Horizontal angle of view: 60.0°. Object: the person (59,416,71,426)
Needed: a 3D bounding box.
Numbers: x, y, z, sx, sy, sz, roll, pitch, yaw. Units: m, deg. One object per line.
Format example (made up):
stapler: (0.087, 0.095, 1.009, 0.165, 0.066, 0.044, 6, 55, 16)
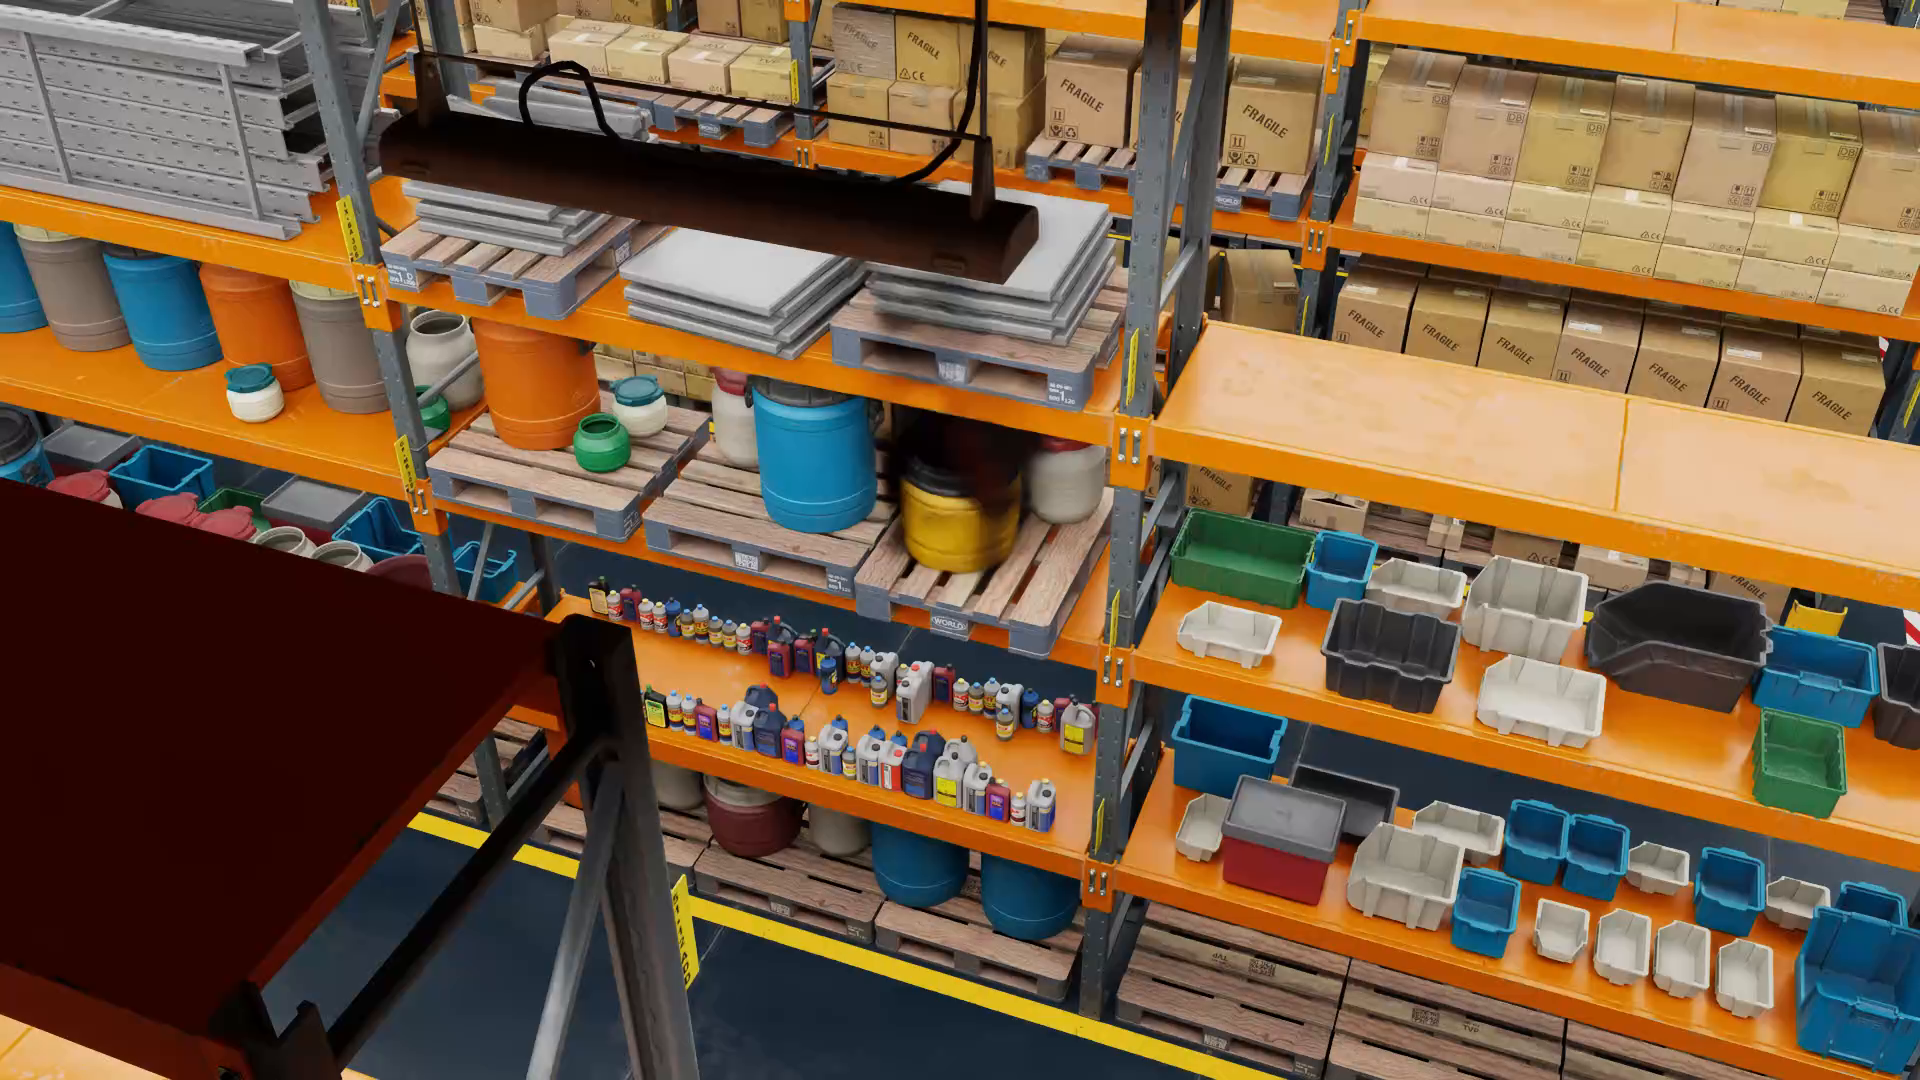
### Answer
person: (-7.491, -1.298, 13.685, 0.933, 1.697, 0.567, 9, 37, 11)
